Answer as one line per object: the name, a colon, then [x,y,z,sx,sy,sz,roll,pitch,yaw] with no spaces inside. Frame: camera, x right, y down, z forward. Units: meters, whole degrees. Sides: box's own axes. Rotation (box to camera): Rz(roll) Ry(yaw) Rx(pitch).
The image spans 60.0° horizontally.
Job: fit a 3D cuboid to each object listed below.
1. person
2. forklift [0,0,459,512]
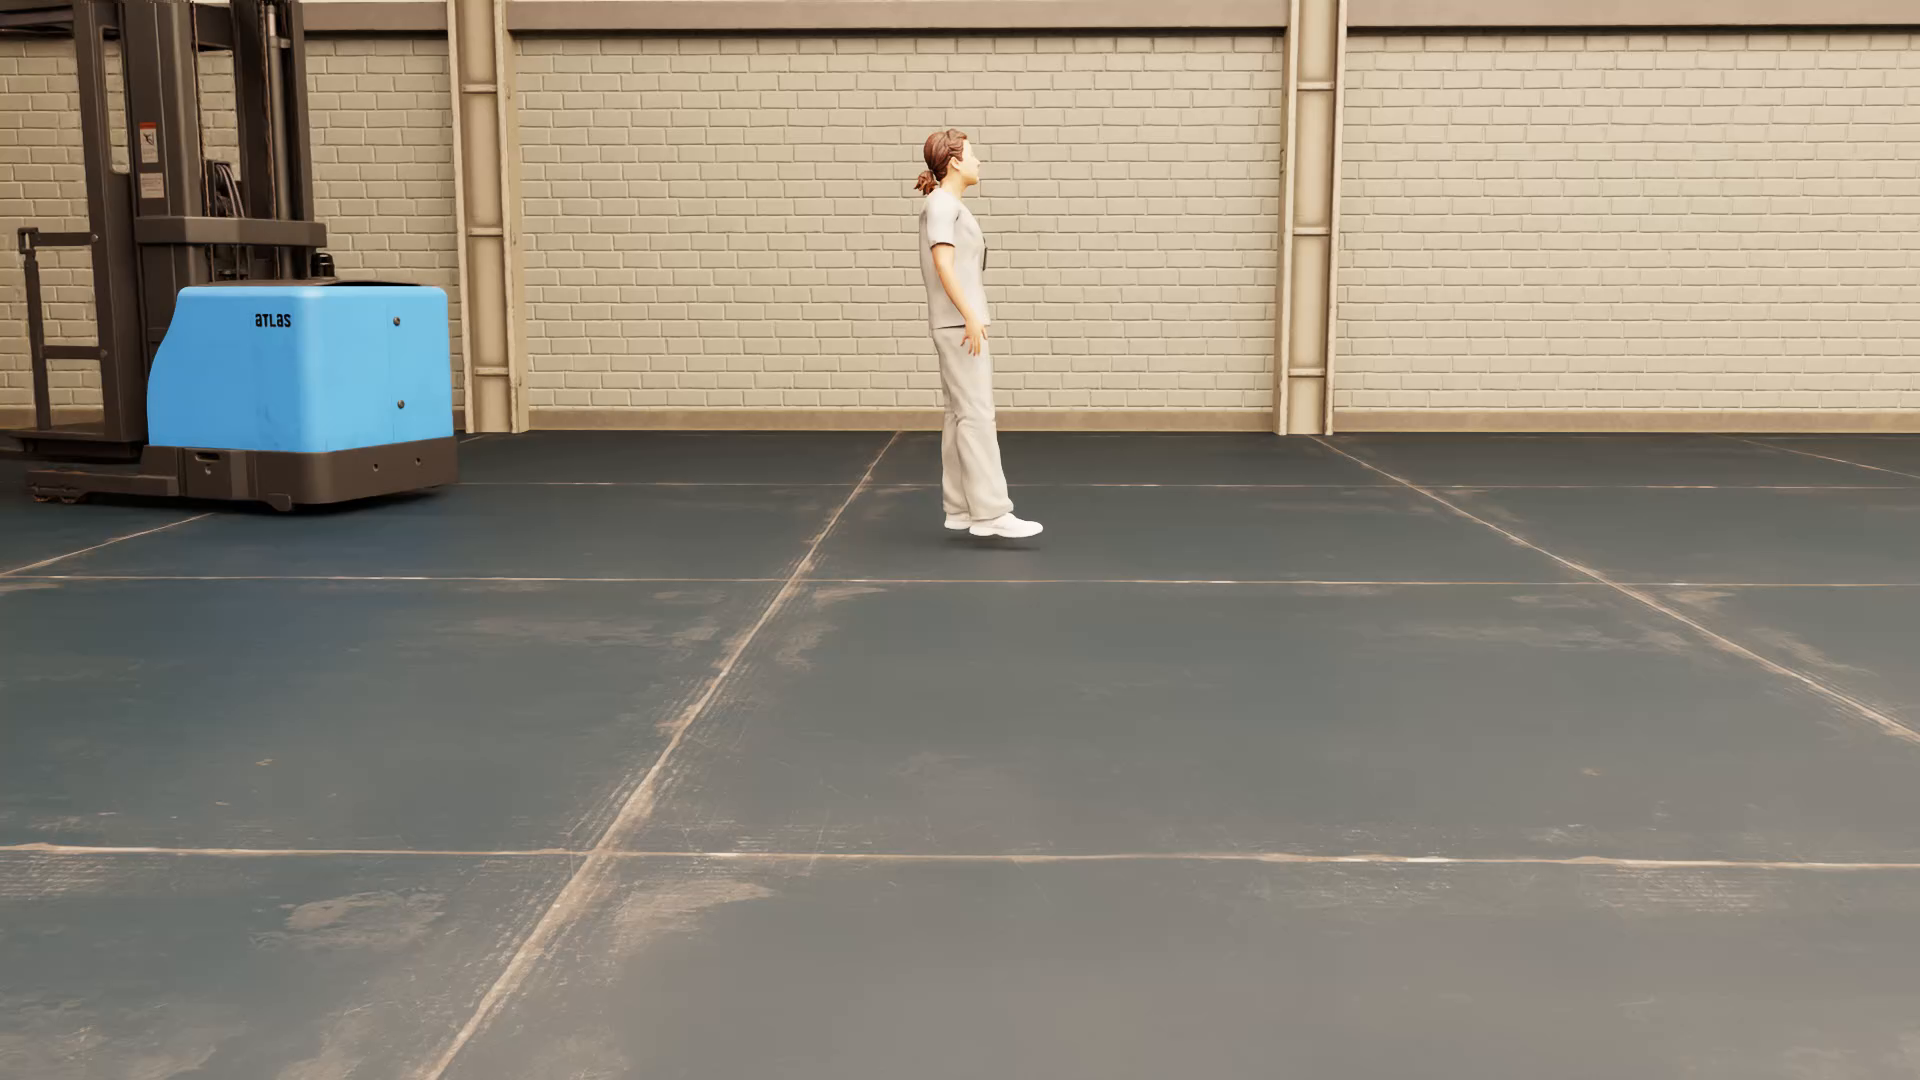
person: [0.074,-0.873,6.978,0.547,1.672,0.549,0,9,1]
forklift: [-4.168,-1.699,8.544,3.031,2.935,1.130,4,9,22]
